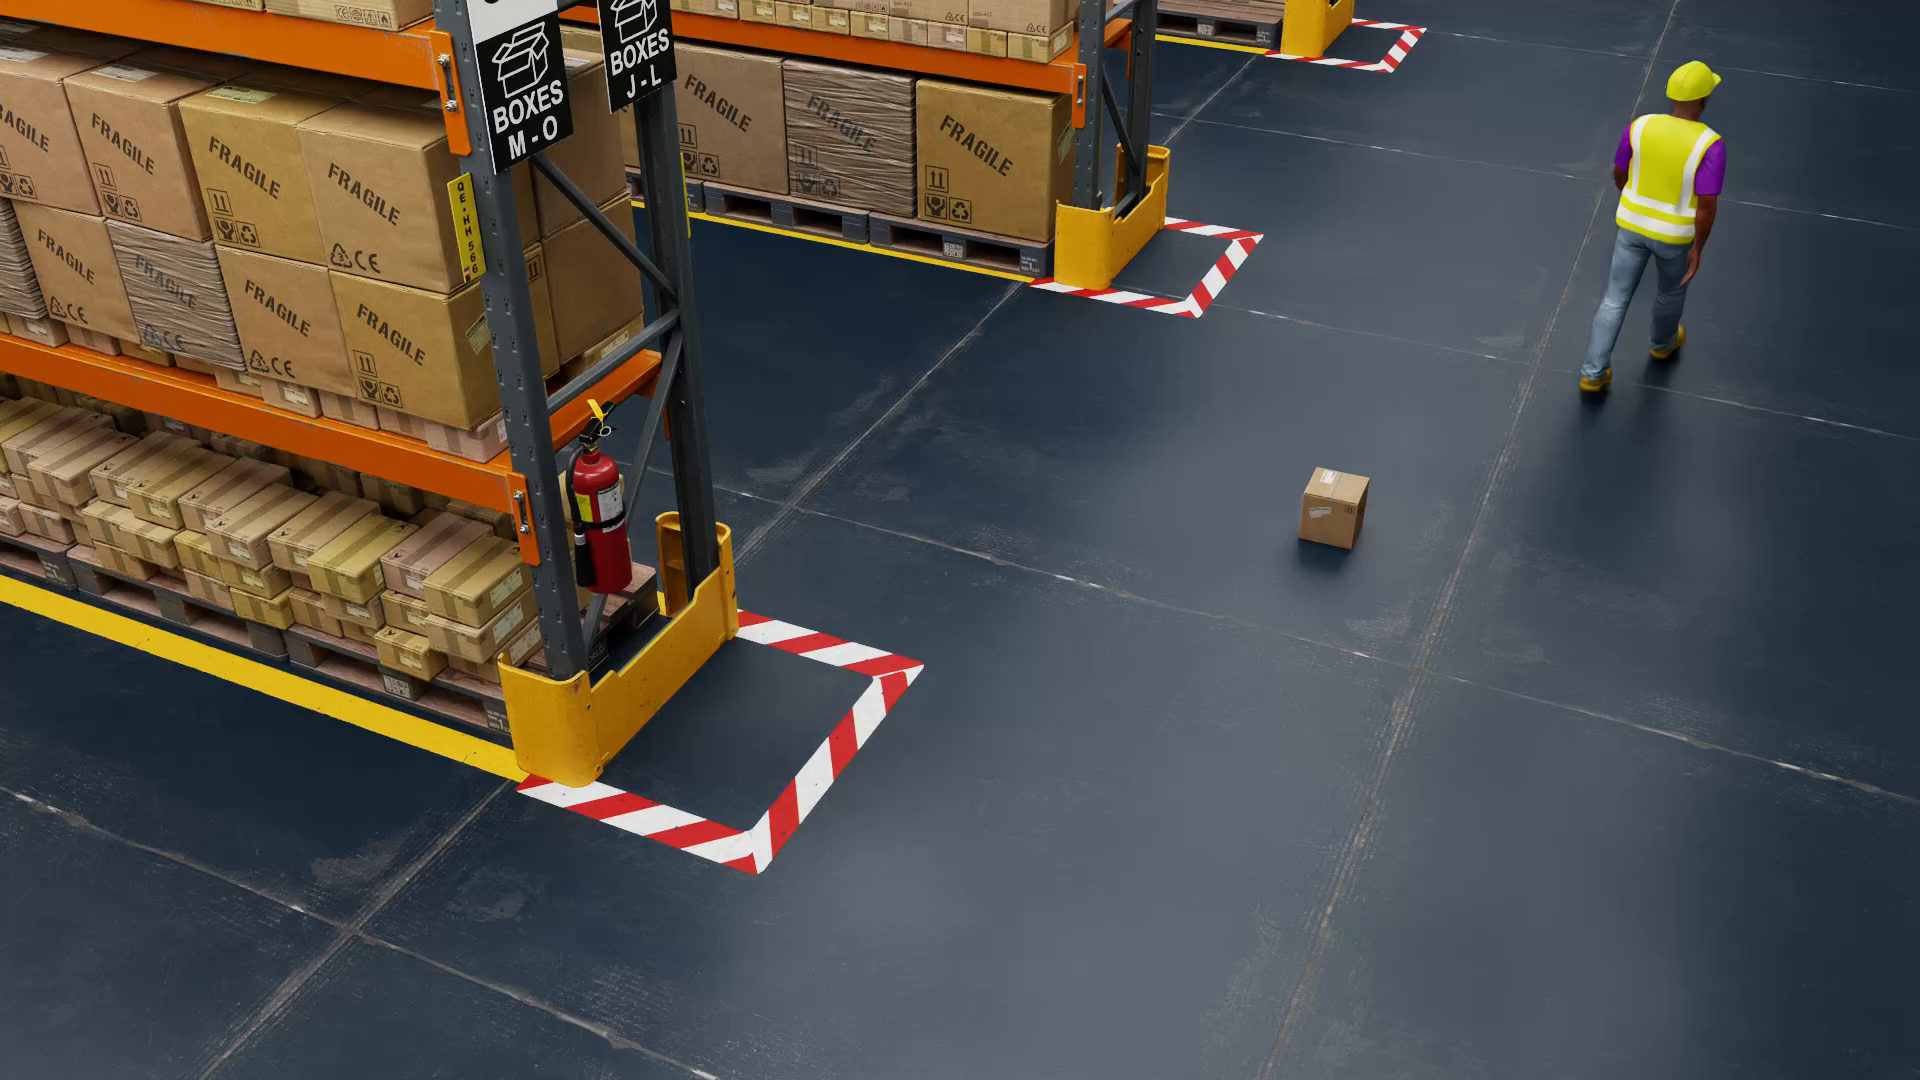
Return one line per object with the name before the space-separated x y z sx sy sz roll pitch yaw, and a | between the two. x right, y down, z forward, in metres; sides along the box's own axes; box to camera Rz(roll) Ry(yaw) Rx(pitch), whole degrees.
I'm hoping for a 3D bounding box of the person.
person | 3.649 -1.656 8.631 0.588 1.718 1.033 23 40 31
